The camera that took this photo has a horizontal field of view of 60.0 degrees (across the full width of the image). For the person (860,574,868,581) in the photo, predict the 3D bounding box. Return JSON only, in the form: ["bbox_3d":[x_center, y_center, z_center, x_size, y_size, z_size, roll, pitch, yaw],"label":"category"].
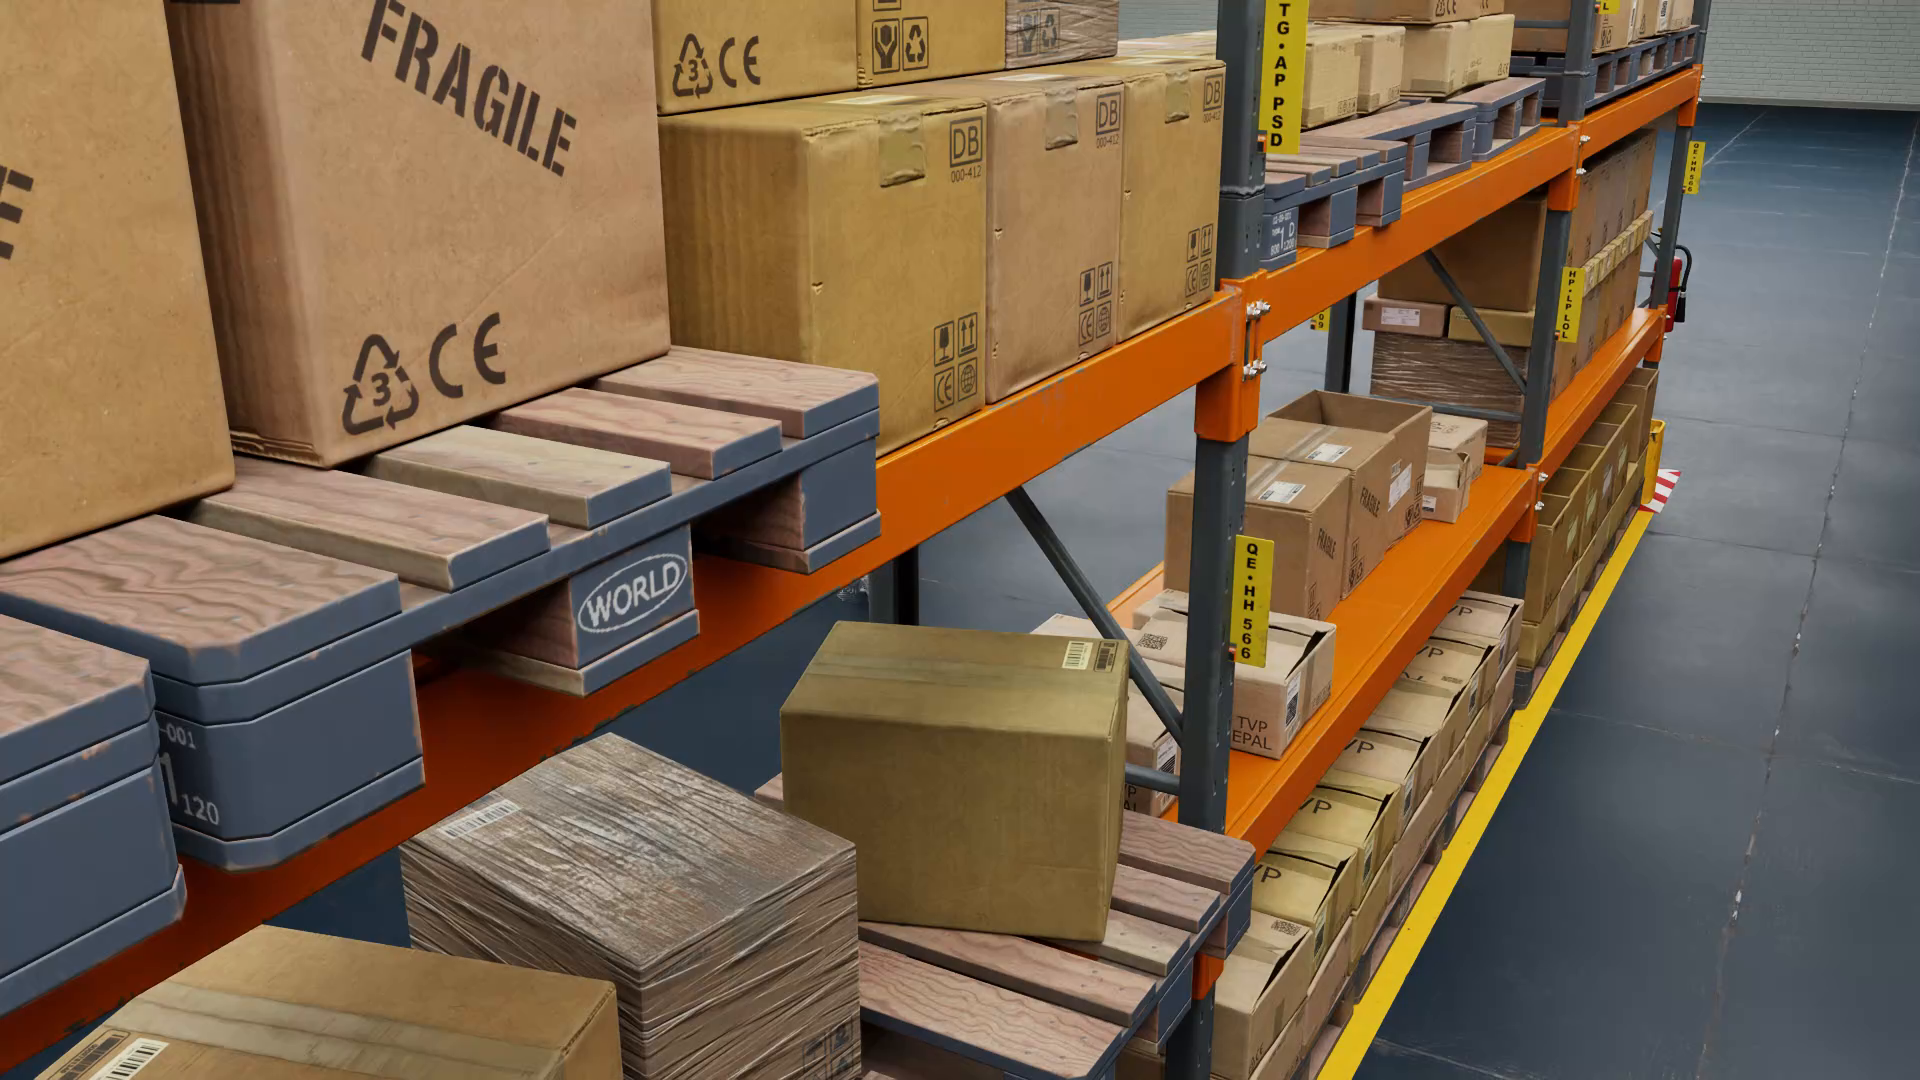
[{"bbox_3d":[-0.689,-0.502,9.445,0.430,1.593,0.519,-5,20,-15],"label":"person"}]
